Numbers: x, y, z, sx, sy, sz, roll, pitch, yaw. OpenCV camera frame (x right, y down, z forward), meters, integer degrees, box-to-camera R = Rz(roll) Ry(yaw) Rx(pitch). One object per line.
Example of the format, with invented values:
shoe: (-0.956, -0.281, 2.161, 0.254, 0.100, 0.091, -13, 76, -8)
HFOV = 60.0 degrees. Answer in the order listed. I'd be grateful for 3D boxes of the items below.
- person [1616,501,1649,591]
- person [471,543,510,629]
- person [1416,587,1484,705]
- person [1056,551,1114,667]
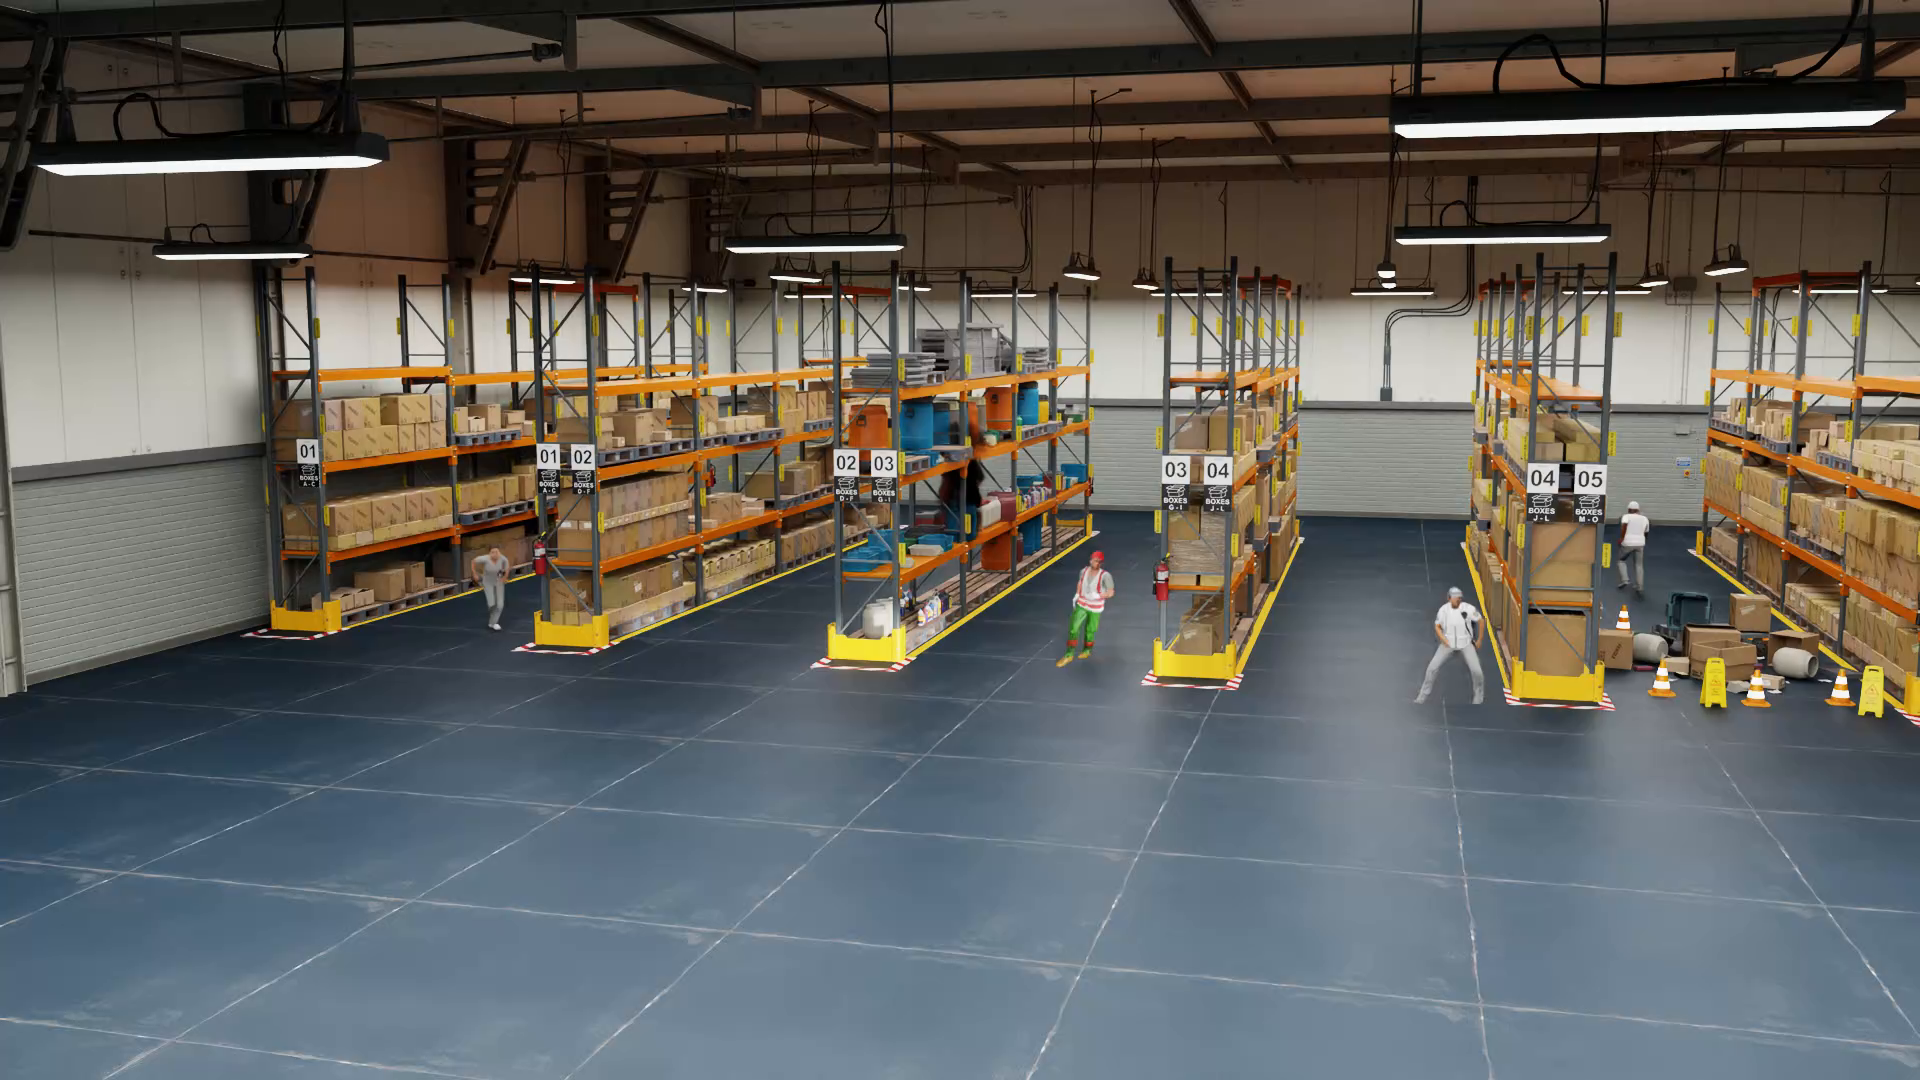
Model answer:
person: (12.873, 0.123, 31.798, 0.644, 1.705, 0.946, 1, 7, 4)
person: (-7.773, 0.775, 27.574, 0.597, 1.500, 0.776, -3, 8, -21)
person: (6.581, 1.416, 22.274, 0.849, 1.595, 0.563, 3, 8, 24)
person: (1.918, 1.003, 24.700, 0.821, 1.718, 0.744, 3, 8, 20)
